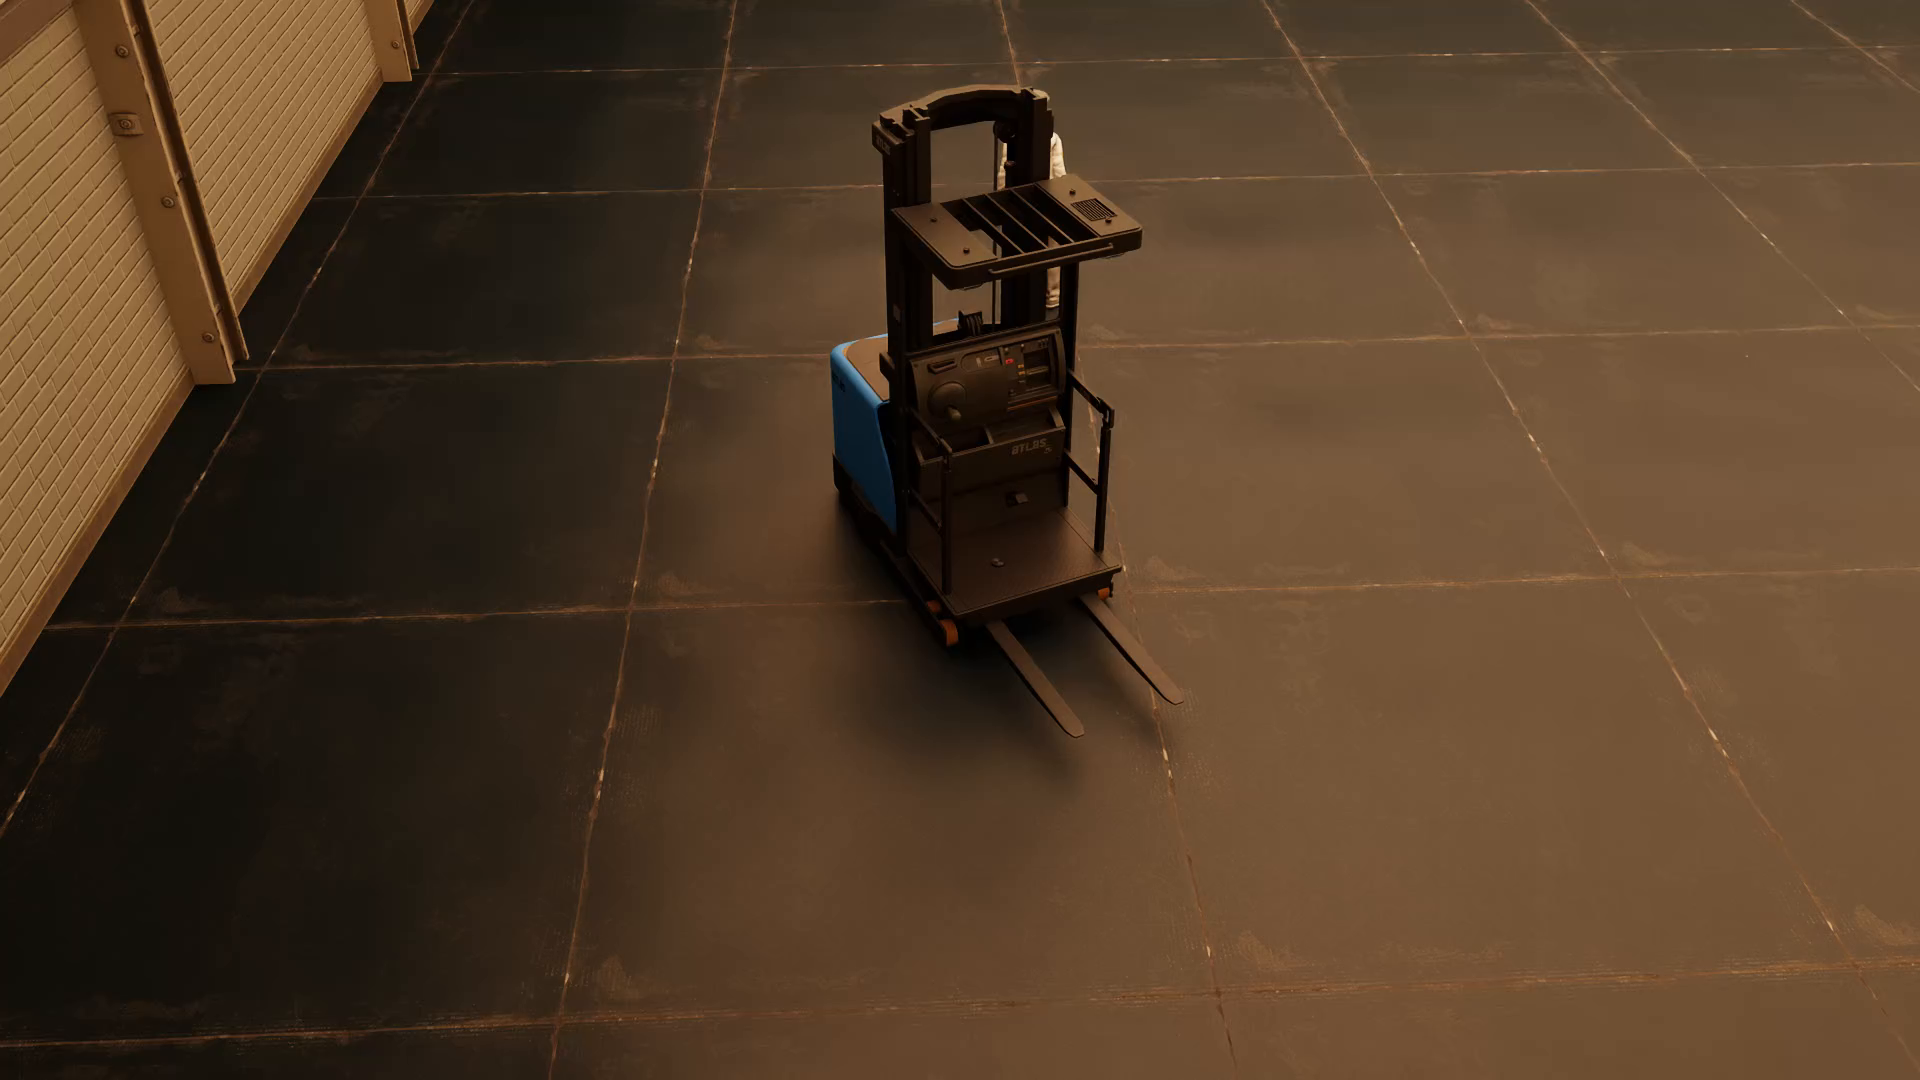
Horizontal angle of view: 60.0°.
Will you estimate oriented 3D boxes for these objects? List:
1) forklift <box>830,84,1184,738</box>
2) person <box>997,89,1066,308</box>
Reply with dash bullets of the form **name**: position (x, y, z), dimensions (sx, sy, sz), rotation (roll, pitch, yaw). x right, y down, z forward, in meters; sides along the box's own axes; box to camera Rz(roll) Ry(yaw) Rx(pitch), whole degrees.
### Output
- **forklift**: position (0.258, -0.860, 9.192), dimensions (1.130, 2.935, 3.031), rotation (-15, 39, -20)
- **person**: position (0.548, -2.548, 12.587), dimensions (0.547, 1.664, 0.375), rotation (5, 36, 7)
